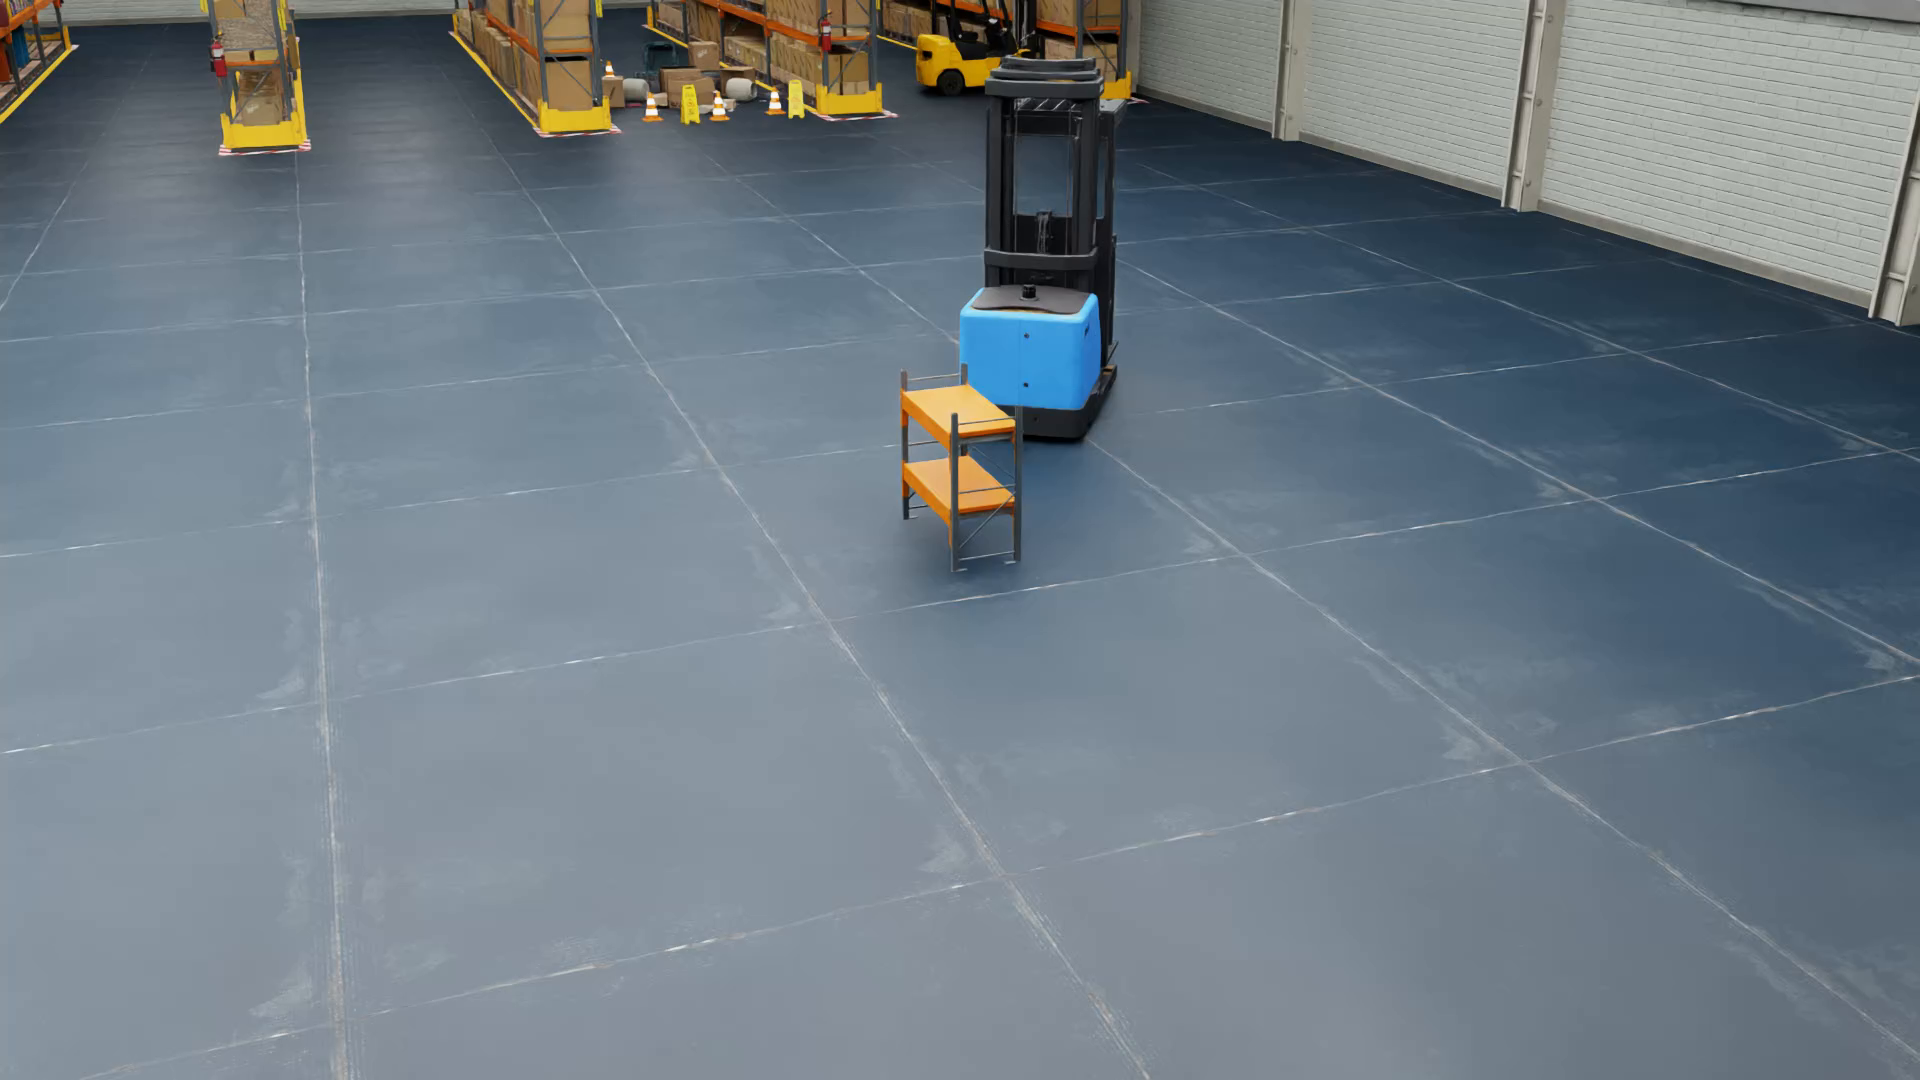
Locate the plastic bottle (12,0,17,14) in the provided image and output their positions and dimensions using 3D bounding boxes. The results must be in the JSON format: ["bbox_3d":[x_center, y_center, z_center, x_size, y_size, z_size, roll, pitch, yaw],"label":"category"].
[{"bbox_3d":[-19.117,-10.770,33.592,0.061,0.283,0.133,-8,24,-19],"label":"plastic bottle"}]

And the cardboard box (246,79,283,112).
[{"bbox_3d":[-12.054,-7.692,28.815,0.500,0.500,0.500,-11,25,-24],"label":"cardboard box"}]

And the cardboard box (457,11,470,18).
[{"bbox_3d":[-12.177,-12.951,40.979,0.380,0.149,0.250,-8,24,-19],"label":"cardboard box"}]

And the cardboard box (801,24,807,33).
[{"bbox_3d":[-2.691,-9.382,30.471,0.380,0.149,0.250,-8,24,-18],"label":"cardboard box"}]

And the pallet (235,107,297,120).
[{"bbox_3d":[-11.955,-7.255,28.690,1.003,0.211,1.213,-8,24,-19],"label":"pallet"}]

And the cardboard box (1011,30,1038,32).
[{"bbox_3d":[1.302,-10.246,33.910,0.500,0.250,0.500,-8,24,-19],"label":"cardboard box"}]

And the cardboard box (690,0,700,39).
[{"bbox_3d":[-5.921,-12.489,39.715,0.875,0.875,0.875,-8,24,-17],"label":"cardboard box"}]

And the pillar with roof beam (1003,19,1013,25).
[{"bbox_3d":[-2.884,-14.542,34.666,9.100,9.000,0.400,-8,24,-19],"label":"pillar with roof beam"}]

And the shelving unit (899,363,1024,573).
[{"bbox_3d":[-0.002,-0.521,11.537,0.538,1.125,1.048,-8,24,-19],"label":"shelving unit"}]

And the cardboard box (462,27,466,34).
[{"bbox_3d":[-11.901,-12.409,40.460,0.380,0.149,0.250,-10,25,-22],"label":"cardboard box"}]

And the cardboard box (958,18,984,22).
[{"bbox_3d":[0.286,-11.353,37.340,0.875,0.625,0.625,-8,24,-17],"label":"cardboard box"}]

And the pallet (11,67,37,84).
[{"bbox_3d":[-19.452,-9.435,33.863,1.003,0.211,1.213,-8,24,-19],"label":"pallet"}]

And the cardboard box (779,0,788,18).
[{"bbox_3d":[-3.130,-10.204,31.586,0.500,0.500,0.500,-9,24,-19],"label":"cardboard box"}]

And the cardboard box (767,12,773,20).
[{"bbox_3d":[-3.578,-10.308,32.669,0.380,0.149,0.250,-8,24,-19],"label":"cardboard box"}]

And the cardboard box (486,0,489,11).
[{"bbox_3d":[-9.491,-11.166,34.251,0.500,0.500,0.500,-8,24,-18],"label":"cardboard box"}]

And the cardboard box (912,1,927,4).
[{"bbox_3d":[-0.982,-13.236,41.134,0.380,0.149,0.250,-8,24,-18],"label":"cardboard box"}]

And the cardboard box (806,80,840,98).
[{"bbox_3d":[-2.522,-8.321,30.630,0.500,0.250,0.500,-8,24,-19],"label":"cardboard box"}]

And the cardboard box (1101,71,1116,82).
[{"bbox_3d":[2.676,-8.943,32.106,0.500,0.250,0.500,-8,24,-19],"label":"cardboard box"}]

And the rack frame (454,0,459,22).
[{"bbox_3d":[-12.224,-14.227,41.642,1.000,3.000,0.127,-8,24,-19],"label":"rack frame"}]

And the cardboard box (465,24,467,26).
[{"bbox_3d":[-11.894,-12.643,40.630,0.380,0.149,0.250,-10,25,-22],"label":"cardboard box"}]

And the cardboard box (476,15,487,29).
[{"bbox_3d":[-10.430,-11.477,36.830,0.500,0.250,0.500,-7,24,-17],"label":"cardboard box"}]

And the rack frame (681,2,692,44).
[{"bbox_3d":[-6.215,-13.489,39.892,1.000,3.000,0.127,-8,24,-19],"label":"rack frame"}]

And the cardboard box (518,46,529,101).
[{"bbox_3d":[-7.506,-8.516,30.287,0.875,0.875,0.875,-8,24,-19],"label":"cardboard box"}]

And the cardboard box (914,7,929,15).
[{"bbox_3d":[-0.888,-12.593,39.608,0.380,0.149,0.250,-9,24,-20],"label":"cardboard box"}]

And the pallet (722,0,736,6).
[{"bbox_3d":[-4.451,-11.703,35.902,1.213,0.211,1.003,-8,24,-19],"label":"pallet"}]

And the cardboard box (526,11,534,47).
[{"bbox_3d":[-6.960,-8.808,28.592,0.875,0.550,0.550,-8,24,-19],"label":"cardboard box"}]

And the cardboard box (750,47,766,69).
[{"bbox_3d":[-3.834,-10.016,34.495,0.950,0.372,0.625,-7,24,-16],"label":"cardboard box"}]

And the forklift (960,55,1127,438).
[{"bbox_3d":[0.814,-2.725,14.441,1.130,2.935,3.031,5,23,12],"label":"forklift"}]

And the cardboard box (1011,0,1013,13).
[{"bbox_3d":[1.365,-10.927,33.684,0.500,0.500,0.500,-8,24,-18],"label":"cardboard box"}]

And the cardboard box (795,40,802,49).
[{"bbox_3d":[-2.873,-9.267,31.074,0.380,0.149,0.250,-7,24,-17],"label":"cardboard box"}]

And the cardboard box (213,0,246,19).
[{"bbox_3d":[-11.673,-8.579,26.444,0.500,0.500,0.500,-8,24,-19],"label":"cardboard box"}]

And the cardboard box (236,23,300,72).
[{"bbox_3d":[-14.298,-10.144,34.151,1.225,0.875,0.875,-10,25,-21],"label":"cardboard box"}]

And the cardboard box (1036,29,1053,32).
[{"bbox_3d":[1.801,-10.318,34.080,0.500,0.250,0.500,-9,24,-20],"label":"cardboard box"}]

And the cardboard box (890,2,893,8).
[{"bbox_3d":[-1.525,-13.255,41.180,0.380,0.149,0.250,-9,24,-20],"label":"cardboard box"}]

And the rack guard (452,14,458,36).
[{"bbox_3d":[-12.197,-13.047,42.062,1.175,0.500,0.348,-8,24,-19],"label":"rack guard"}]

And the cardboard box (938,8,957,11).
[{"bbox_3d":[-0.293,-12.582,39.583,0.380,0.149,0.250,-10,25,-21],"label":"cardboard box"}]

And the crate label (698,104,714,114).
[{"bbox_3d":[-4.589,-7.790,30.057,0.298,0.136,0.250,18,29,36],"label":"crate label"}]

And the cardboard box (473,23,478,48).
[{"bbox_3d":[-10.798,-11.510,37.874,0.500,0.500,0.500,-7,24,-17],"label":"cardboard box"}]

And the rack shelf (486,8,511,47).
[{"bbox_3d":[-8.691,-10.262,33.161,1.077,0.370,4.000,-8,24,-19],"label":"rack shelf"}]

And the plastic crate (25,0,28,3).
[{"bbox_3d":[-20.151,-11.545,35.541,0.396,0.136,0.243,-8,24,-19],"label":"plastic crate"}]

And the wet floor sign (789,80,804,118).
[{"bbox_3d":[-2.910,-7.828,29.493,0.267,0.644,0.232,0,23,-1],"label":"wet floor sign"}]

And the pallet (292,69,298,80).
[{"bbox_3d":[-14.281,-9.688,34.464,1.003,0.211,1.213,-8,24,-19],"label":"pallet"}]

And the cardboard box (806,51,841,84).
[{"bbox_3d":[-2.503,-8.656,30.460,0.500,0.500,0.500,-8,24,-19],"label":"cardboard box"}]

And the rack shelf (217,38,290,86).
[{"bbox_3d":[-11.954,-8.165,28.185,1.077,0.370,4.000,-8,24,-19],"label":"rack shelf"}]

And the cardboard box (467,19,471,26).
[{"bbox_3d":[-11.402,-12.198,39.192,0.380,0.149,0.250,-9,24,-19],"label":"cardboard box"}]

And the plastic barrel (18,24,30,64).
[{"bbox_3d":[-19.944,-10.477,34.905,0.600,0.901,0.708,-8,24,-19],"label":"plastic barrel"}]

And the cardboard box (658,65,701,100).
[{"bbox_3d":[-5.303,-8.671,31.499,0.797,0.637,0.503,-8,24,-19],"label":"cardboard box"}]

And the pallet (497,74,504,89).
[{"bbox_3d":[-8.762,-9.296,33.533,1.003,0.211,1.213,-8,24,-19],"label":"pallet"}]

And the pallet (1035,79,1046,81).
[{"bbox_3d":[1.930,-9.241,33.404,1.003,0.211,1.213,-8,24,-19],"label":"pallet"}]

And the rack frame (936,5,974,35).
[{"bbox_3d":[-0.160,-12.718,38.063,1.000,3.000,0.127,-8,24,-19],"label":"rack frame"}]

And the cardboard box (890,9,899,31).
[{"bbox_3d":[-1.415,-12.815,40.969,0.500,0.500,0.500,-9,24,-20],"label":"cardboard box"}]

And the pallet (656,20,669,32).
[{"bbox_3d":[-7.273,-13.378,43.218,1.003,0.211,1.213,-8,24,-19],"label":"pallet"}]

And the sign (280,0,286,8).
[{"bbox_3d":[-12.155,-9.699,29.785,0.100,0.325,0.005,-8,24,-19],"label":"sign"}]

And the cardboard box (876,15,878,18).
[{"bbox_3d":[-2.171,-13.397,42.653,0.396,0.266,0.258,-7,24,-17],"label":"cardboard box"}]

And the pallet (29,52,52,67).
[{"bbox_3d":[-20.416,-10.427,36.217,1.003,0.211,1.213,-8,24,-19],"label":"pallet"}]

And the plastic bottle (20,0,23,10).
[{"bbox_3d":[-19.489,-11.138,34.378,0.144,0.351,0.185,-8,24,-19],"label":"plastic bottle"}]
